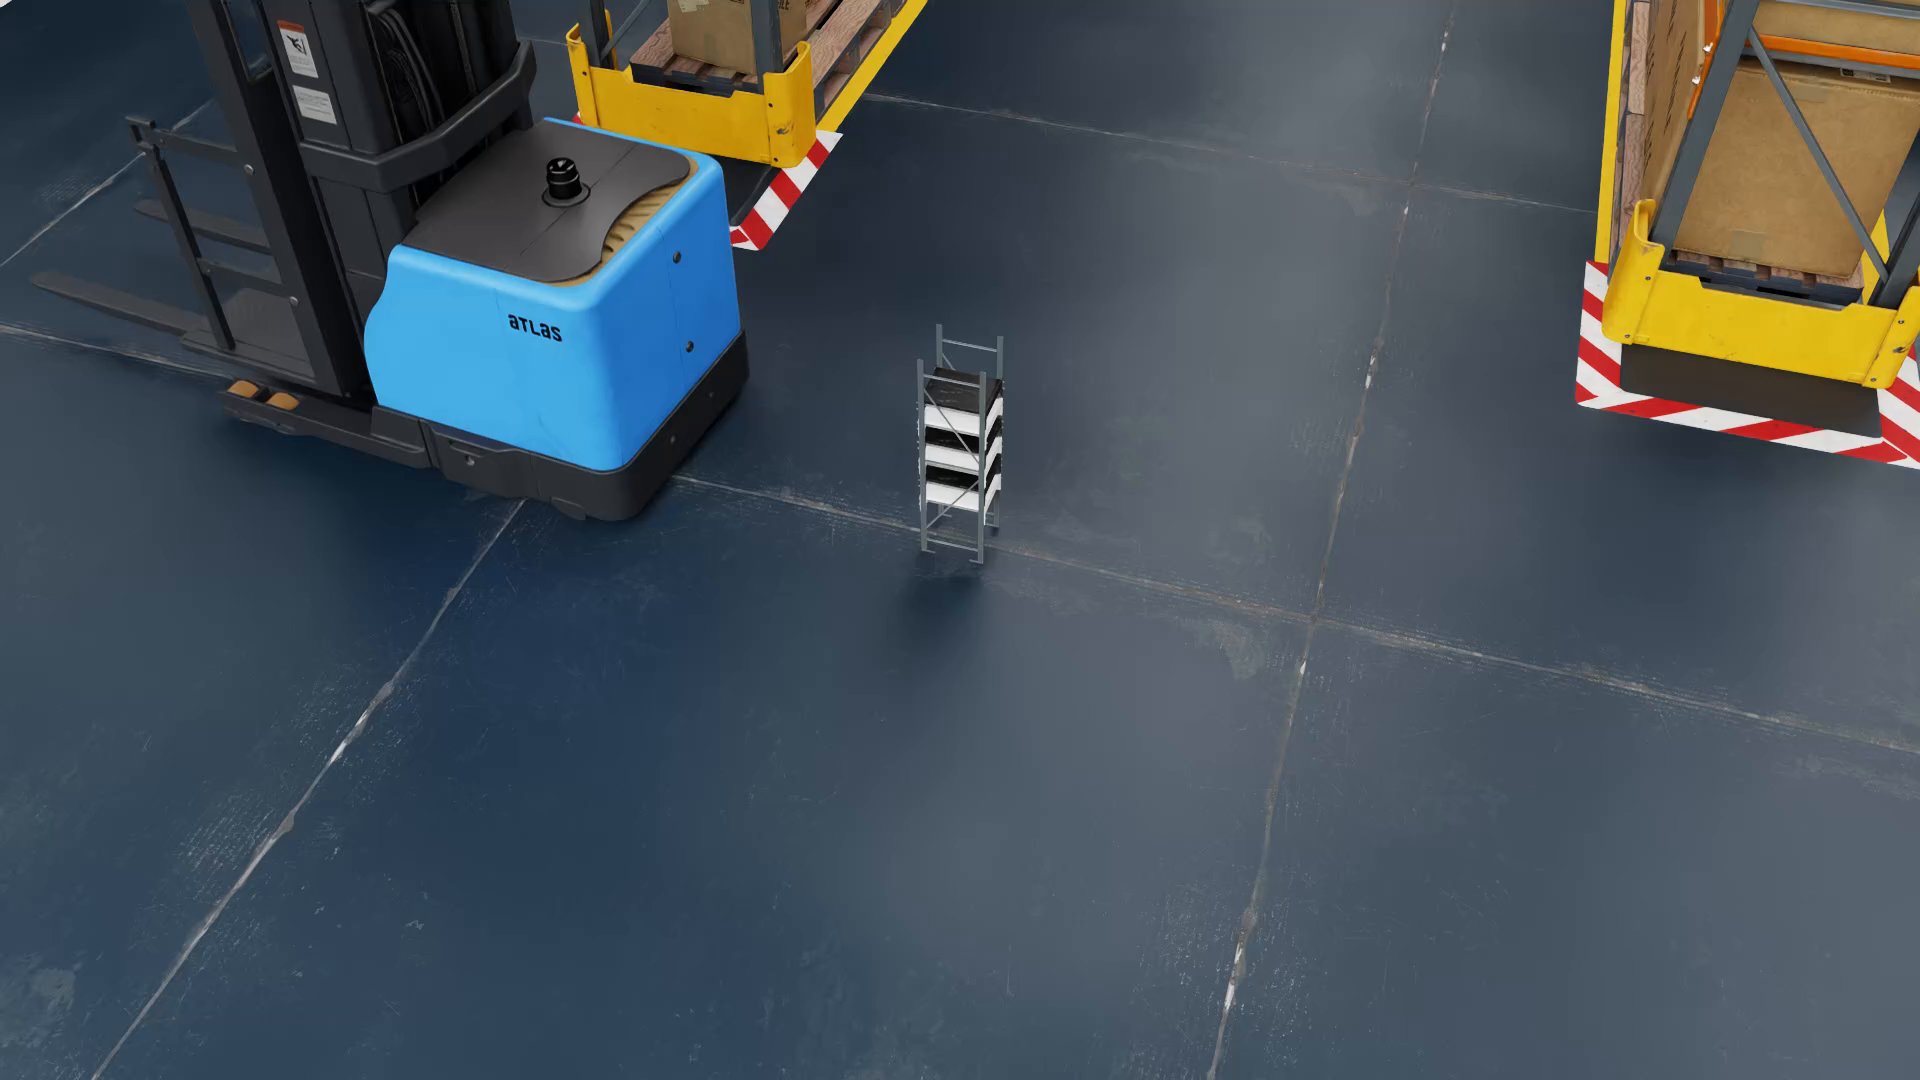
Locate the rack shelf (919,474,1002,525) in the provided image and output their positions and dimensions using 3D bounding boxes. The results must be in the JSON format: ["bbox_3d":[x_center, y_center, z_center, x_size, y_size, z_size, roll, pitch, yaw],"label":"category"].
[{"bbox_3d":[0.002,-0.175,6.090,0.258,0.077,0.200,13,46,12],"label":"rack shelf"}]

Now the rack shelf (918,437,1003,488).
[{"bbox_3d":[0.002,-0.303,5.964,0.258,0.077,0.200,13,46,12],"label":"rack shelf"}]

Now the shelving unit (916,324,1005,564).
[{"bbox_3d":[0.002,-0.327,5.941,0.258,0.900,0.210,13,46,12],"label":"shelving unit"}]

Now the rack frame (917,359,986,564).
[{"bbox_3d":[-0.028,-0.259,5.872,0.240,0.900,0.006,13,46,12],"label":"rack frame"}]

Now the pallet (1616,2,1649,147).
[{"bbox_3d":[3.905,-2.304,8.453,1.003,0.211,1.213,13,46,13],"label":"pallet"}]

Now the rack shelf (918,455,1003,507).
[{"bbox_3d":[0.002,-0.239,6.027,0.258,0.077,0.200,13,46,12],"label":"rack shelf"}]

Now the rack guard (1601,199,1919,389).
[{"bbox_3d":[3.359,-1.031,6.946,1.175,0.500,0.348,13,46,13],"label":"rack guard"}]

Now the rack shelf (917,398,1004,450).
[{"bbox_3d":[0.002,-0.432,5.838,0.258,0.077,0.200,13,46,12],"label":"rack shelf"}]

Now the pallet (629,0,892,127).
[{"bbox_3d":[-1.028,-2.646,8.803,1.003,0.211,1.213,13,46,13],"label":"pallet"}]

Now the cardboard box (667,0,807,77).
[{"bbox_3d":[-1.126,-2.728,8.380,0.500,0.500,0.500,21,48,20],"label":"cardboard box"}]

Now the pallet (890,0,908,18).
[{"bbox_3d":[-0.657,-3.457,9.632,1.003,0.211,1.213,13,46,13],"label":"pallet"}]

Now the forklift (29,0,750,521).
[{"bbox_3d":[-2.431,-1.794,5.988,3.031,2.935,1.130,17,47,16],"label":"forklift"}]

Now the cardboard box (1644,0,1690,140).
[{"bbox_3d":[3.773,-2.384,7.760,0.875,0.875,0.875,12,46,12],"label":"cardboard box"}]

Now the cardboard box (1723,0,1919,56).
[{"bbox_3d":[3.435,-2.251,6.298,0.875,0.550,0.550,13,46,13],"label":"cardboard box"}]

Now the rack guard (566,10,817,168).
[{"bbox_3d":[-1.308,-2.215,8.157,1.175,0.500,0.348,13,46,13],"label":"rack guard"}]

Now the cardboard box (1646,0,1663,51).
[{"bbox_3d":[4.051,-2.991,8.381,0.875,0.875,0.875,13,46,13],"label":"cardboard box"}]

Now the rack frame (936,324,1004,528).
[{"bbox_3d":[0.033,-0.395,6.010,0.240,0.900,0.006,13,46,12],"label":"rack frame"}]

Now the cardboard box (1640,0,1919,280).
[{"bbox_3d":[3.508,-1.797,7.161,0.875,0.875,0.875,13,46,13],"label":"cardboard box"}]

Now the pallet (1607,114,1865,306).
[{"bbox_3d":[3.533,-1.493,7.625,1.003,0.211,1.213,13,46,13],"label":"pallet"}]

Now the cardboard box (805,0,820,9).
[{"bbox_3d":[-0.977,-3.133,8.794,0.500,0.500,0.500,24,49,23],"label":"cardboard box"}]

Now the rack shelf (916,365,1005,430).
[{"bbox_3d":[0.002,-0.496,5.775,0.258,0.077,0.200,13,46,12],"label":"rack shelf"}]

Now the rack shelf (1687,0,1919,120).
[{"bbox_3d":[3.971,-3.016,7.702,1.077,0.370,4.000,13,46,13],"label":"rack shelf"}]

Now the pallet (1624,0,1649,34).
[{"bbox_3d":[4.272,-3.120,9.287,1.003,0.211,1.213,13,46,13],"label":"pallet"}]

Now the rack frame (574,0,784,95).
[{"bbox_3d":[-1.331,-3.058,7.231,1.000,3.000,0.127,13,46,13],"label":"rack frame"}]

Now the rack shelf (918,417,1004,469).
[{"bbox_3d":[0.002,-0.368,5.901,0.258,0.077,0.200,13,46,12],"label":"rack shelf"}]

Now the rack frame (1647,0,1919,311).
[{"bbox_3d":[3.366,-1.940,6.088,1.000,3.000,0.127,13,46,13],"label":"rack frame"}]
